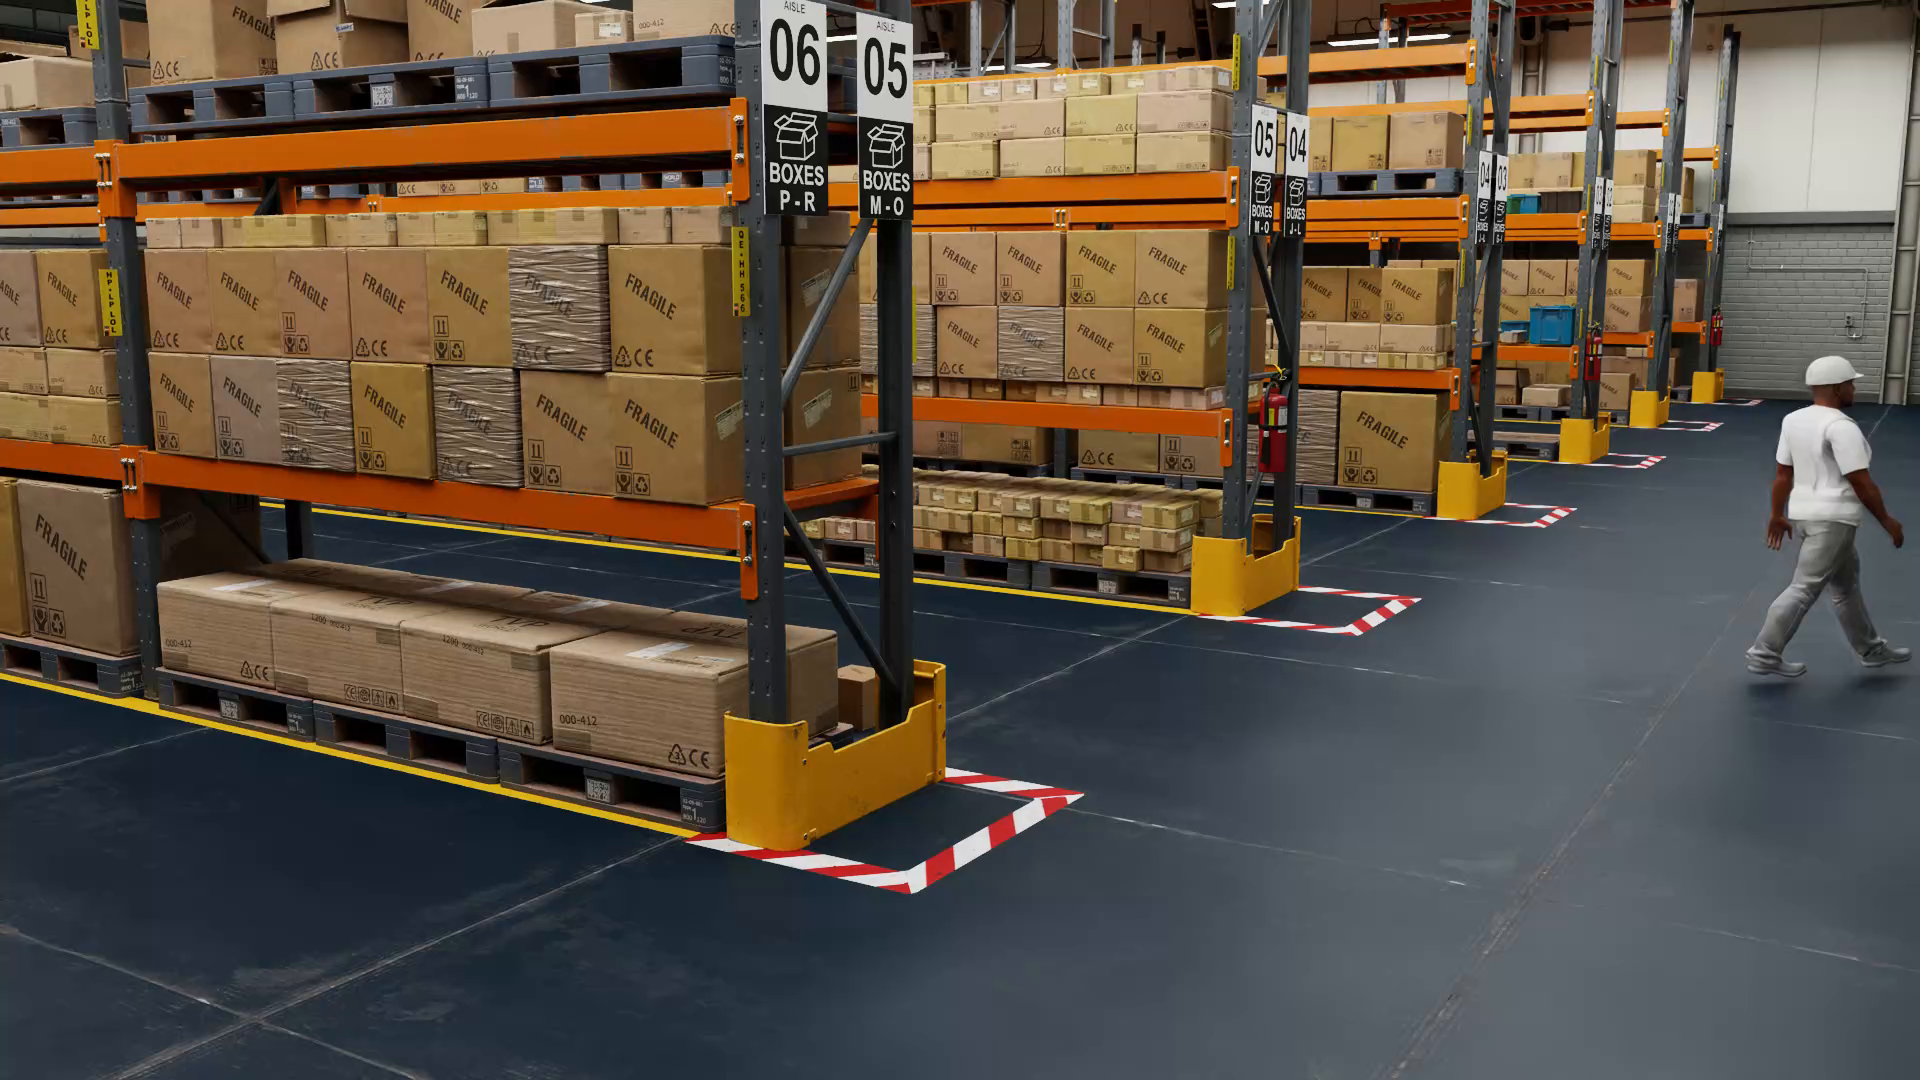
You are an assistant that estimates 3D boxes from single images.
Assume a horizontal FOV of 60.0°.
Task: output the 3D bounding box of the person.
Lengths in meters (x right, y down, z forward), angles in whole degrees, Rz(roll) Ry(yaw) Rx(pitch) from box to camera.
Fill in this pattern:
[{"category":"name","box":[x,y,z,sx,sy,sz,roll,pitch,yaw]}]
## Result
[{"category":"person","box":[4.745,-0.123,8.876,0.993,1.710,0.589,0,9,2]}]
